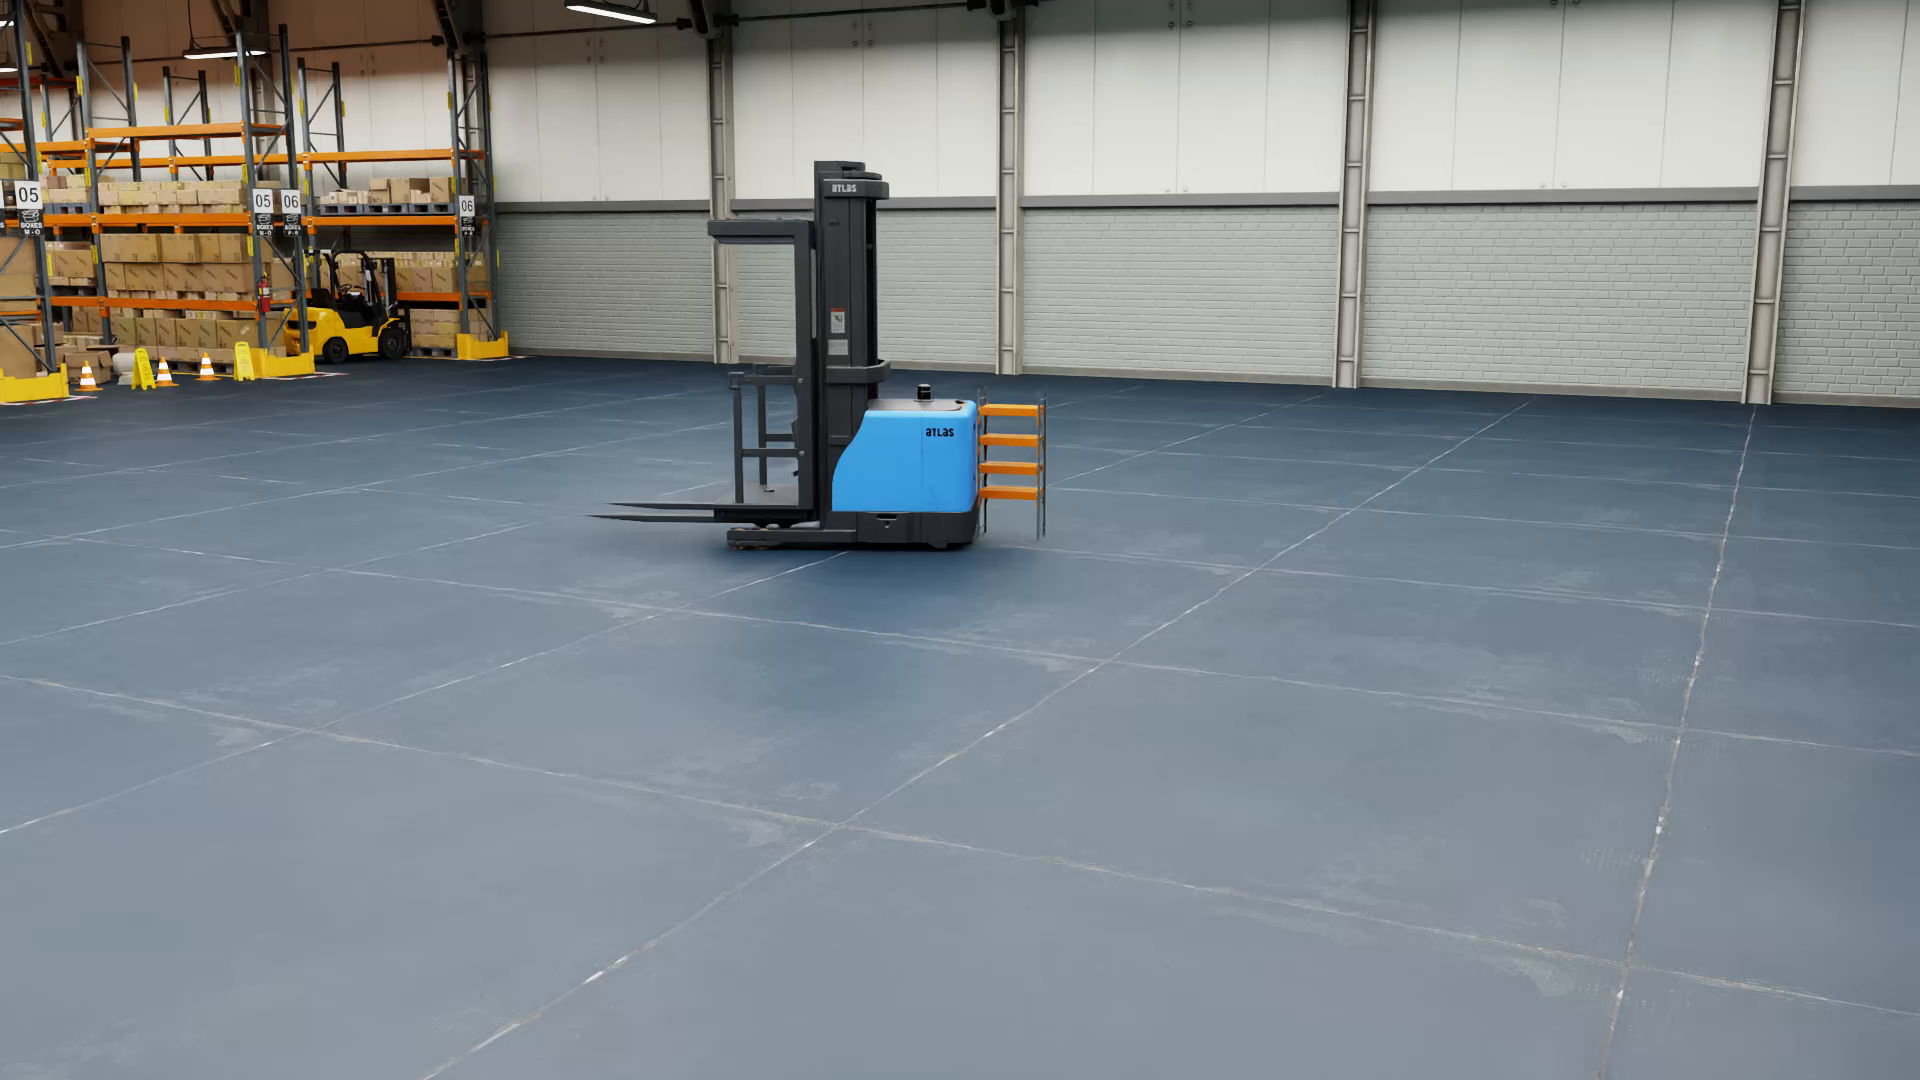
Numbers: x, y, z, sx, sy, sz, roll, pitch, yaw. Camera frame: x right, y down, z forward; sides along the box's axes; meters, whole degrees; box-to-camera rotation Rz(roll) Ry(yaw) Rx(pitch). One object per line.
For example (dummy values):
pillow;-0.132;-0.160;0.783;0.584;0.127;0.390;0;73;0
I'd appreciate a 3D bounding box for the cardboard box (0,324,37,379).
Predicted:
cardboard box;-14.592;-2.785;24.982;0.875;0.875;0.875;5;11;26

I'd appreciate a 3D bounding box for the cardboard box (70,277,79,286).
cardboard box;-16.254;-4.798;30.843;0.250;0.149;0.380;5;11;24

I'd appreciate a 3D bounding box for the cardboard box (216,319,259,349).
cardboard box;-12.689;-3.624;29.265;0.500;0.500;0.500;5;11;26

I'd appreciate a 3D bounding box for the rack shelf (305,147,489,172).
rack shelf;-11.455;-7.731;33.823;4.000;0.370;1.077;5;11;26

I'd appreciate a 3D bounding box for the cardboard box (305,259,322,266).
cardboard box;-13.653;-5.847;35.015;0.250;0.149;0.380;5;12;28

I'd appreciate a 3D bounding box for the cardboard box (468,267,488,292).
cardboard box;-9.983;-5.305;33.839;0.500;0.500;0.500;5;12;28

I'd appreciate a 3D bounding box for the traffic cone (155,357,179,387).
traffic cone;-12.997;-2.755;27.152;0.334;0.463;0.336;5;11;26

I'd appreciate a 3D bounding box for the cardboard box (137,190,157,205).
cardboard box;-14.258;-6.084;29.587;0.500;0.250;0.500;5;11;26

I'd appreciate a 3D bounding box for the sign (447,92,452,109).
sign;-9.915;-8.538;32.290;0.005;0.325;0.100;5;11;26

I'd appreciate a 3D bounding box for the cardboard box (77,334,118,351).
cardboard box;-15.913;-3.649;31.170;0.625;0.372;0.950;5;11;27

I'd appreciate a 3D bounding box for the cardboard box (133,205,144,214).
cardboard box;-14.583;-5.926;29.832;0.250;0.149;0.380;5;12;28

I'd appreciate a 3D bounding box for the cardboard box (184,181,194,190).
cardboard box;-13.384;-6.221;29.223;0.250;0.149;0.380;5;11;24

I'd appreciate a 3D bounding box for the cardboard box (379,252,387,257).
cardboard box;-11.673;-5.824;34.051;0.250;0.149;0.380;5;11;26

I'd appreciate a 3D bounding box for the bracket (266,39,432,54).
bracket;-12.727;-10.274;34.620;4.783;0.066;0.076;5;11;26

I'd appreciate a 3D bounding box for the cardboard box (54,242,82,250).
cardboard box;-16.580;-5.469;30.906;0.250;0.149;0.380;5;11;24

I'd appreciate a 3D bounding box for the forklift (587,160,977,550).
forklift;-1.395;-1.457;13.050;3.031;2.935;1.130;1;10;4

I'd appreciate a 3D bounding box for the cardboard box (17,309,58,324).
cardboard box;-21.823;-5.191;39.330;0.500;0.500;0.700;5;11;24

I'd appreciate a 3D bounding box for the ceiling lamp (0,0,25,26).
ceiling lamp;-16.288;-10.160;27.707;2.000;3.185;0.800;5;11;26

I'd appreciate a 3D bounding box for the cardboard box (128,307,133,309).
cardboard box;-18.568;-5.206;37.591;0.250;0.149;0.380;4;11;23

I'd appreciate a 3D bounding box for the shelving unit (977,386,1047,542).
shelving unit;0.411;-0.606;13.211;0.503;1.200;0.258;3;11;15

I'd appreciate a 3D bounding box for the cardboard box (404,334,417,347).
cardboard box;-11.109;-4.094;33.971;0.500;0.250;0.500;5;11;26

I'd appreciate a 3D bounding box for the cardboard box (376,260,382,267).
cardboard box;-11.702;-5.664;34.000;0.250;0.149;0.380;5;11;25

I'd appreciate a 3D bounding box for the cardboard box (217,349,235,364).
cardboard box;-12.720;-3.256;29.338;0.500;0.250;0.500;5;11;26

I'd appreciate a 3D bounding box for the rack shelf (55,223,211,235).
rack shelf;-18.630;-7.082;37.538;4.000;0.370;1.077;5;11;26

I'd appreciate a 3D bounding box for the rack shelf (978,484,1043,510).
rack shelf;0.411;-0.345;13.258;0.480;0.148;0.258;3;11;15

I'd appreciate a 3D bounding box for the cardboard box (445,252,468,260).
cardboard box;-10.076;-5.682;33.264;0.250;0.149;0.380;5;11;26

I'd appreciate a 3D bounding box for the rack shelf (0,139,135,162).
rack shelf;-17.235;-7.253;31.183;4.000;0.370;1.077;5;11;26

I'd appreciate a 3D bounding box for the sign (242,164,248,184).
sign;-12.118;-6.204;28.178;0.005;0.325;0.100;5;11;26

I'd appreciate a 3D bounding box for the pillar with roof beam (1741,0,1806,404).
pillar with roof beam;9.731;-5.745;19.703;0.400;9.000;9.100;5;11;26

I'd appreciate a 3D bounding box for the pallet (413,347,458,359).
pallet;-10.366;-3.854;33.931;1.213;0.211;1.003;5;11;26

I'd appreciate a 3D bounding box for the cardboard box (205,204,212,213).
cardboard box;-12.957;-5.787;29.063;0.250;0.149;0.380;5;11;26

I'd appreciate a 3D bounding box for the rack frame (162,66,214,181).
rack frame;-16.836;-8.755;36.336;0.127;3.000;1.000;5;11;26

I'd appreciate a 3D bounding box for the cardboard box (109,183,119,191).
cardboard box;-15.058;-6.347;29.918;0.250;0.149;0.380;5;12;28

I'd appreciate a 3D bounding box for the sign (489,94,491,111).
sign;-9.411;-8.750;33.242;0.005;0.325;0.100;5;11;26

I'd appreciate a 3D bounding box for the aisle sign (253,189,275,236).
aisle sign;-11.927;-5.607;28.491;0.004;0.787;0.394;5;11;26

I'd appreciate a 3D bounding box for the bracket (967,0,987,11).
bracket;0.345;-9.125;28.273;0.430;0.232;0.235;5;11;26

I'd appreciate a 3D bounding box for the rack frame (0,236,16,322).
rack frame;-19.029;-5.010;32.488;0.127;3.000;1.000;5;11;26

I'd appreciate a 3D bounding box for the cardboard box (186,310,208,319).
cardboard box;-13.507;-4.002;29.536;0.250;0.149;0.380;6;12;28

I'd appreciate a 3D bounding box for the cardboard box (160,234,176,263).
cardboard box;-13.749;-5.199;29.608;0.500;0.500;0.700;5;11;25

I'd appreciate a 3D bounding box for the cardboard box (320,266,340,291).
cardboard box;-12.966;-5.460;34.696;0.500;0.500;0.500;5;11;24

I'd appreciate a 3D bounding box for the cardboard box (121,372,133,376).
cardboard box;-13.923;-2.757;28.047;0.380;0.149;0.250;-7;12;-33

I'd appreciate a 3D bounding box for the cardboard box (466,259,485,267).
cardboard box;-9.851;-5.609;33.697;0.250;0.149;0.380;5;11;24

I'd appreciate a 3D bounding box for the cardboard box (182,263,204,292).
cardboard box;-13.357;-4.654;29.406;0.500;0.500;0.500;5;11;26

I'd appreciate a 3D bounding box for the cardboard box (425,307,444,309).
cardboard box;-10.902;-4.666;34.323;0.500;0.250;0.500;5;11;25

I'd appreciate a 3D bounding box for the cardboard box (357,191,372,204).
cardboard box;-12.052;-6.988;33.913;0.258;0.266;0.396;5;11;24

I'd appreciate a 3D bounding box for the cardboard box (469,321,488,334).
cardboard box;-9.991;-4.342;33.938;0.500;0.250;0.500;5;12;27

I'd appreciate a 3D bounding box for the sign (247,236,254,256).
sign;-12.118;-5.018;28.393;0.005;0.325;0.100;5;11;26

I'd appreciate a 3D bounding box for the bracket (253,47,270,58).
bracket;-15.053;-10.478;35.749;0.430;0.232;0.235;5;11;26

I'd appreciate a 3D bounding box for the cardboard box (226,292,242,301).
cardboard box;-12.561;-4.253;29.014;0.250;0.149;0.380;5;11;25

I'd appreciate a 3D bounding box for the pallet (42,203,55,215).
pallet;-16.880;-6.225;31.308;1.003;0.211;1.213;5;11;26

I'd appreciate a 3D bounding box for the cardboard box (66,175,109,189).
cardboard box;-16.018;-6.575;30.551;0.500;0.250;0.500;5;12;27

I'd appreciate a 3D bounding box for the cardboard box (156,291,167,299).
cardboard box;-14.158;-4.393;29.784;0.250;0.149;0.380;5;11;26
